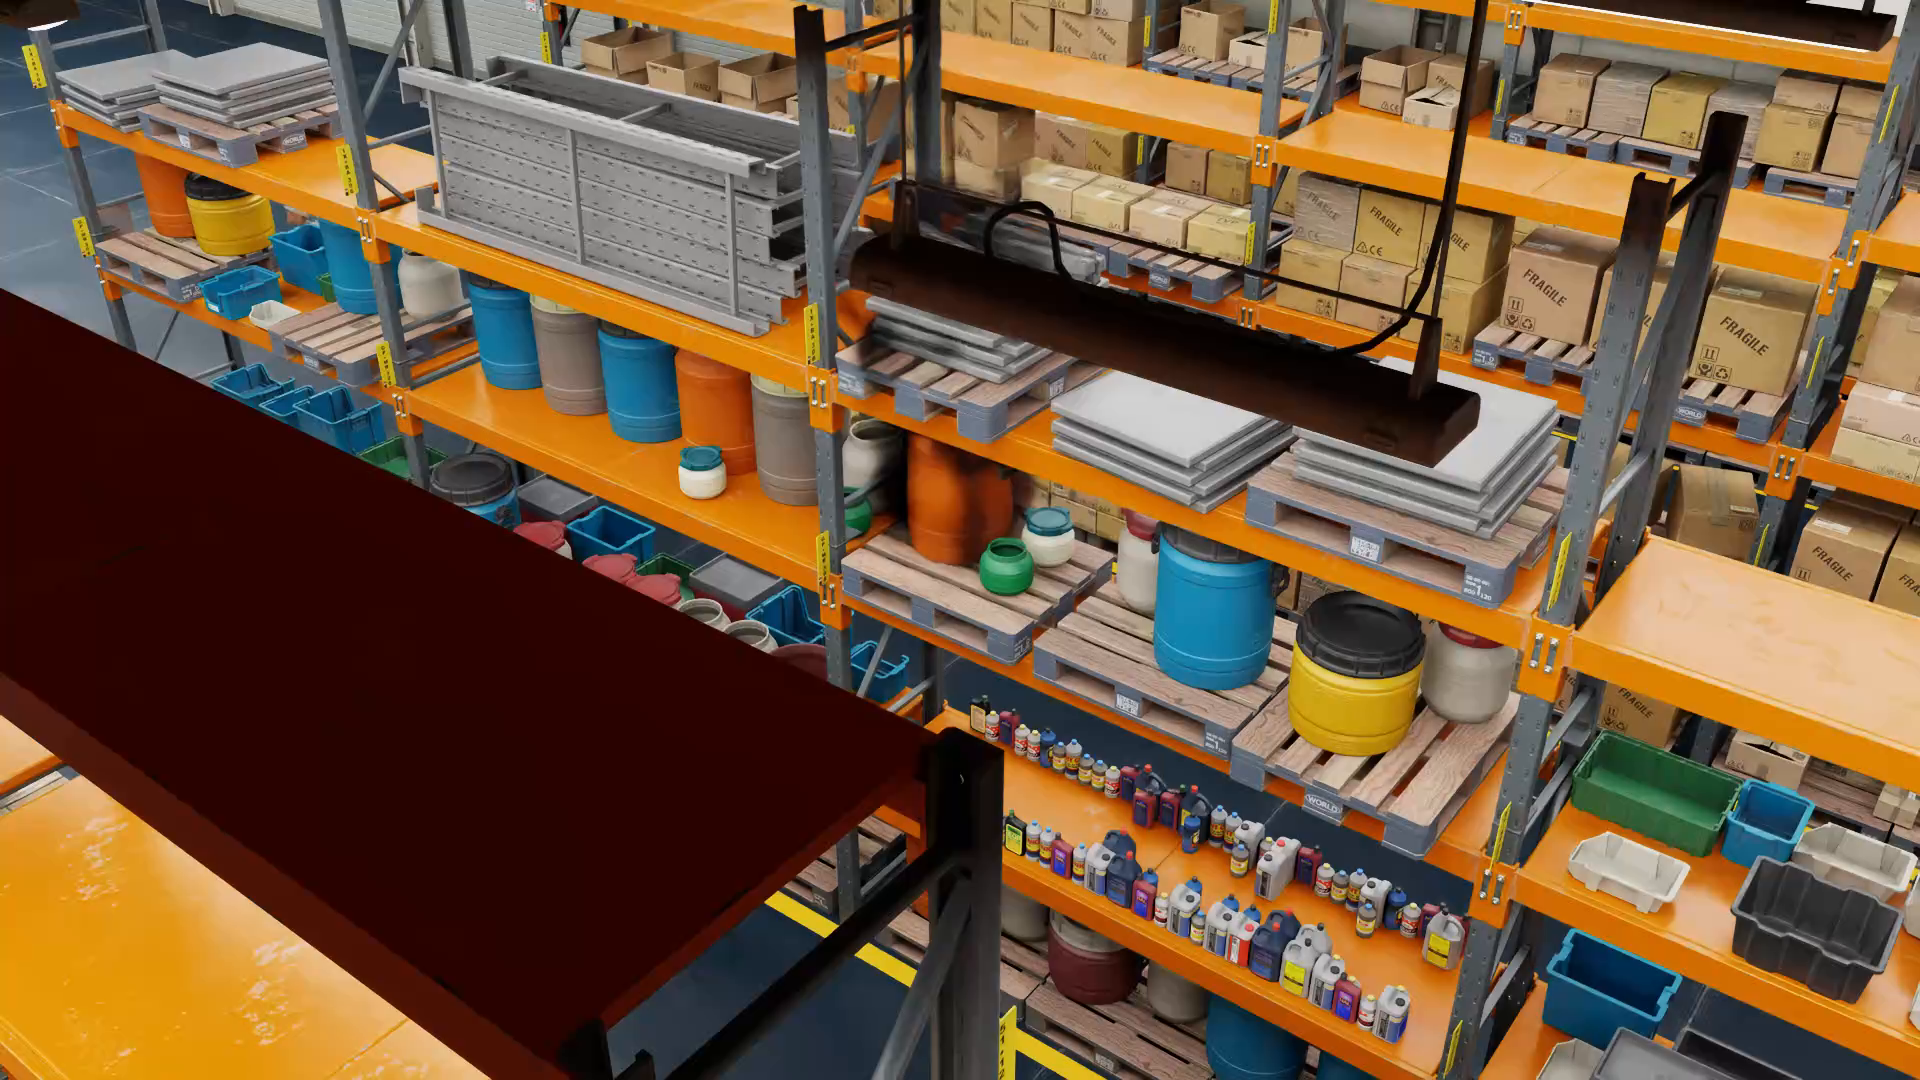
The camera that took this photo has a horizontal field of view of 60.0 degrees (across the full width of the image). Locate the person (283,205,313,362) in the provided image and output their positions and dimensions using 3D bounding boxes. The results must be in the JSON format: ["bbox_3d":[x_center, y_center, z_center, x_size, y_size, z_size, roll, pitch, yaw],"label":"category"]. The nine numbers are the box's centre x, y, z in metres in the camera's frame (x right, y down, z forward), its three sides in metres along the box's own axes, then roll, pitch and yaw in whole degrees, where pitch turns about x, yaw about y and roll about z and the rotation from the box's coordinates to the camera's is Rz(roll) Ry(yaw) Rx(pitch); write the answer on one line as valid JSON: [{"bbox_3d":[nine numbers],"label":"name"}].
[{"bbox_3d":[-7.025,-2.884,18.282,0.993,1.791,0.669,-14,34,-21],"label":"person"}]
